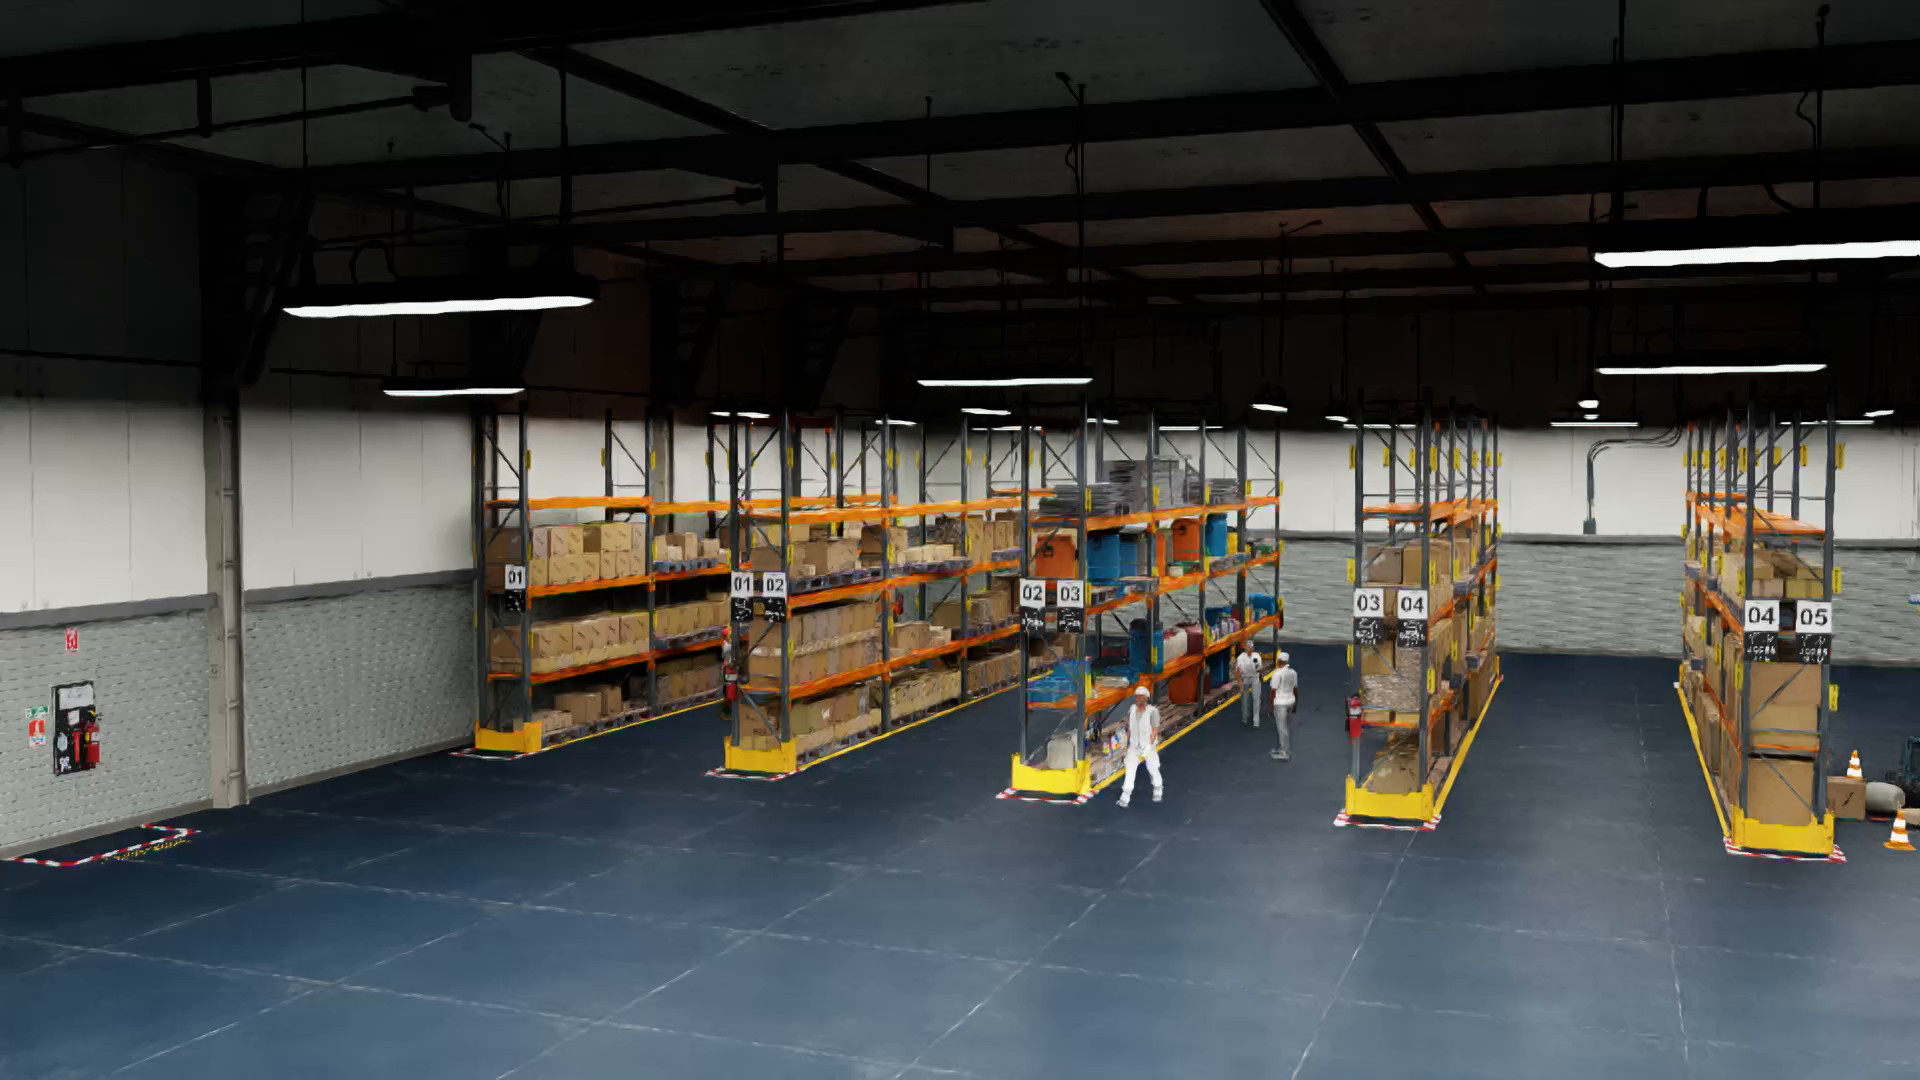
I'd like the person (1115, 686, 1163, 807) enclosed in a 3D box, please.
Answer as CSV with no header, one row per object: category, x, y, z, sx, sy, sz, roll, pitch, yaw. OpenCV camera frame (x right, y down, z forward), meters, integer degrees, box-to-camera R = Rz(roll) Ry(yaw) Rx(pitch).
person,2.626,2.959,23.963,0.533,1.728,1.036,2,3,30

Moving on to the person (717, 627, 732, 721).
person,-4.423,2.564,31.724,0.443,1.786,0.598,0,3,-6

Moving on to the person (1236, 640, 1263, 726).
person,5.433,2.666,31.231,0.490,1.591,0.999,1,3,13

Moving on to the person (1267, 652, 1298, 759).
person,5.400,2.749,27.897,0.661,1.762,0.559,-2,4,-40
